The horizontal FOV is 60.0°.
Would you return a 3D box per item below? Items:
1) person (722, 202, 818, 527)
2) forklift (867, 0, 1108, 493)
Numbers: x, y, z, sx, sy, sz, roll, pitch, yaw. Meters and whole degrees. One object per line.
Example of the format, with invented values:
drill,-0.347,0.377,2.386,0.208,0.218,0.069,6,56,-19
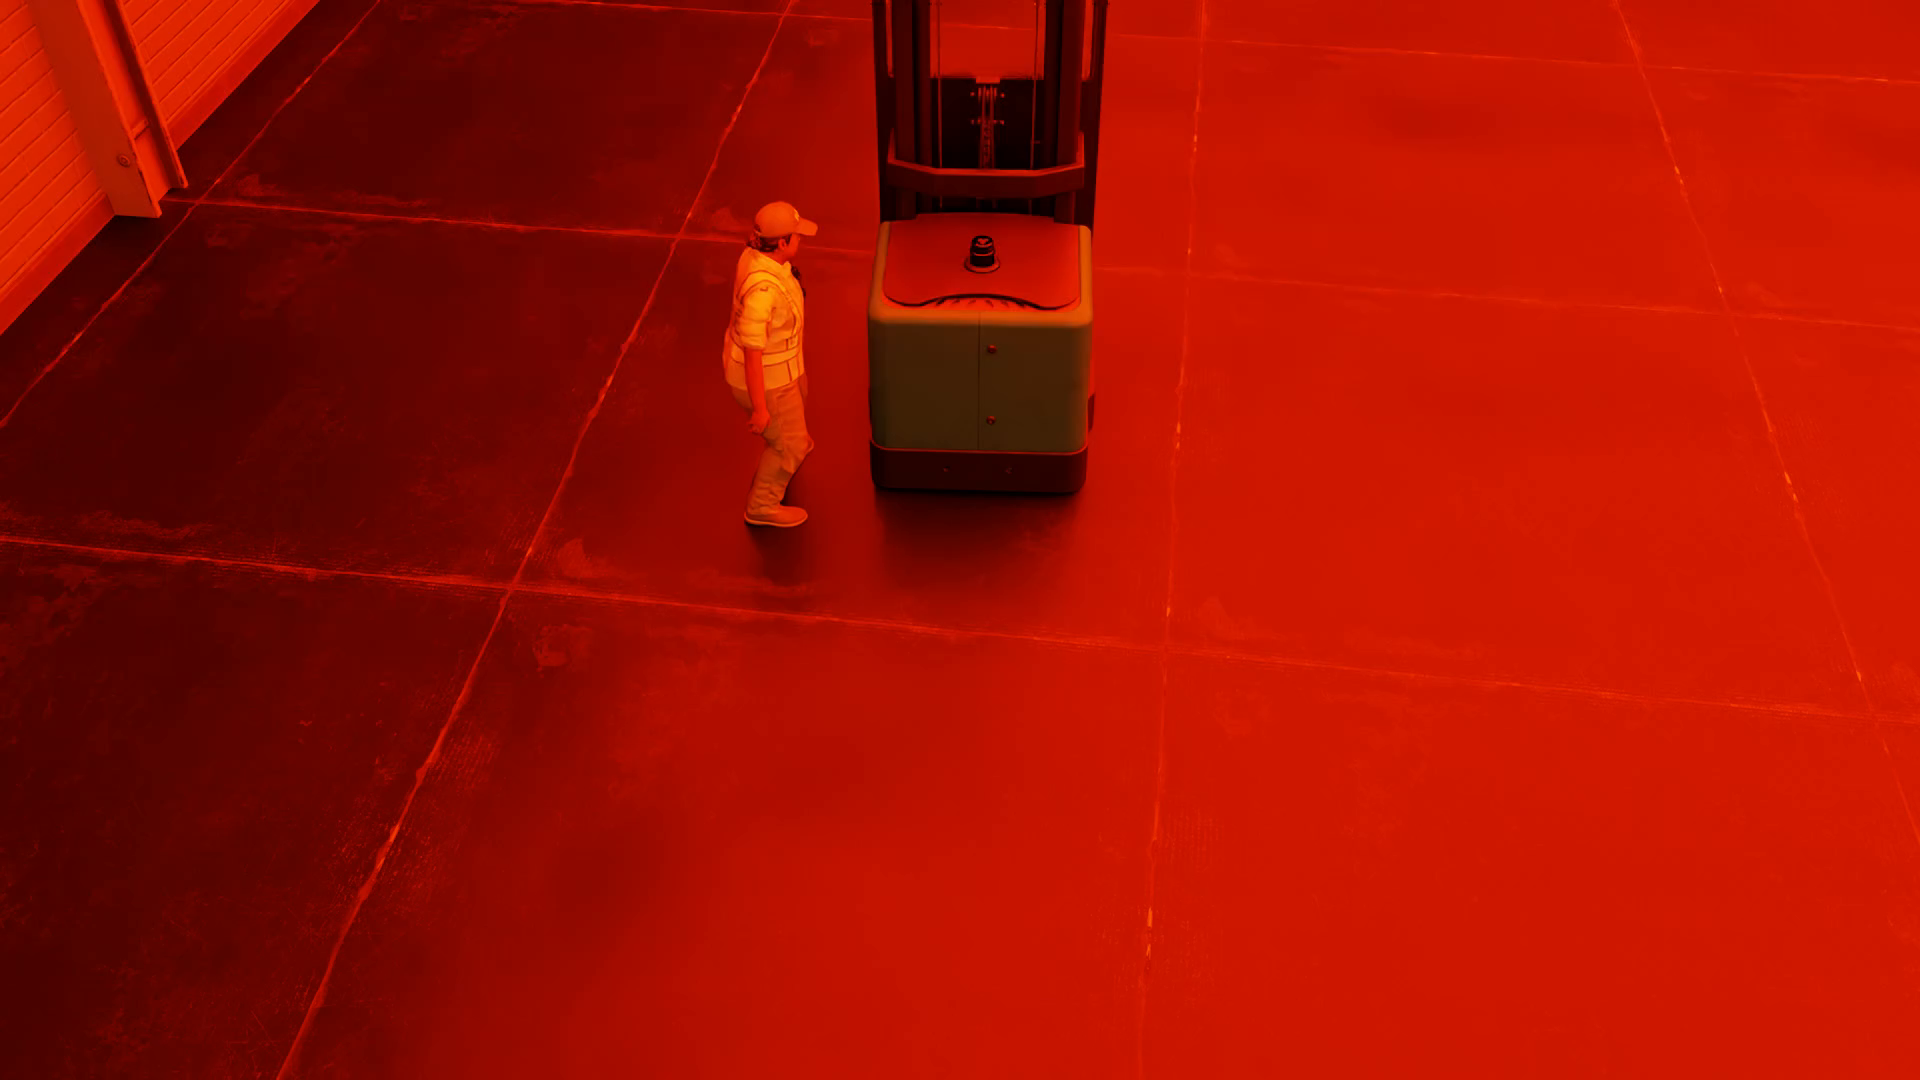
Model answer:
person,-0.843,-0.813,7.577,0.470,1.638,0.811,-6,43,-6
forklift,0.148,-2.289,8.216,1.130,2.935,3.031,2,43,2
